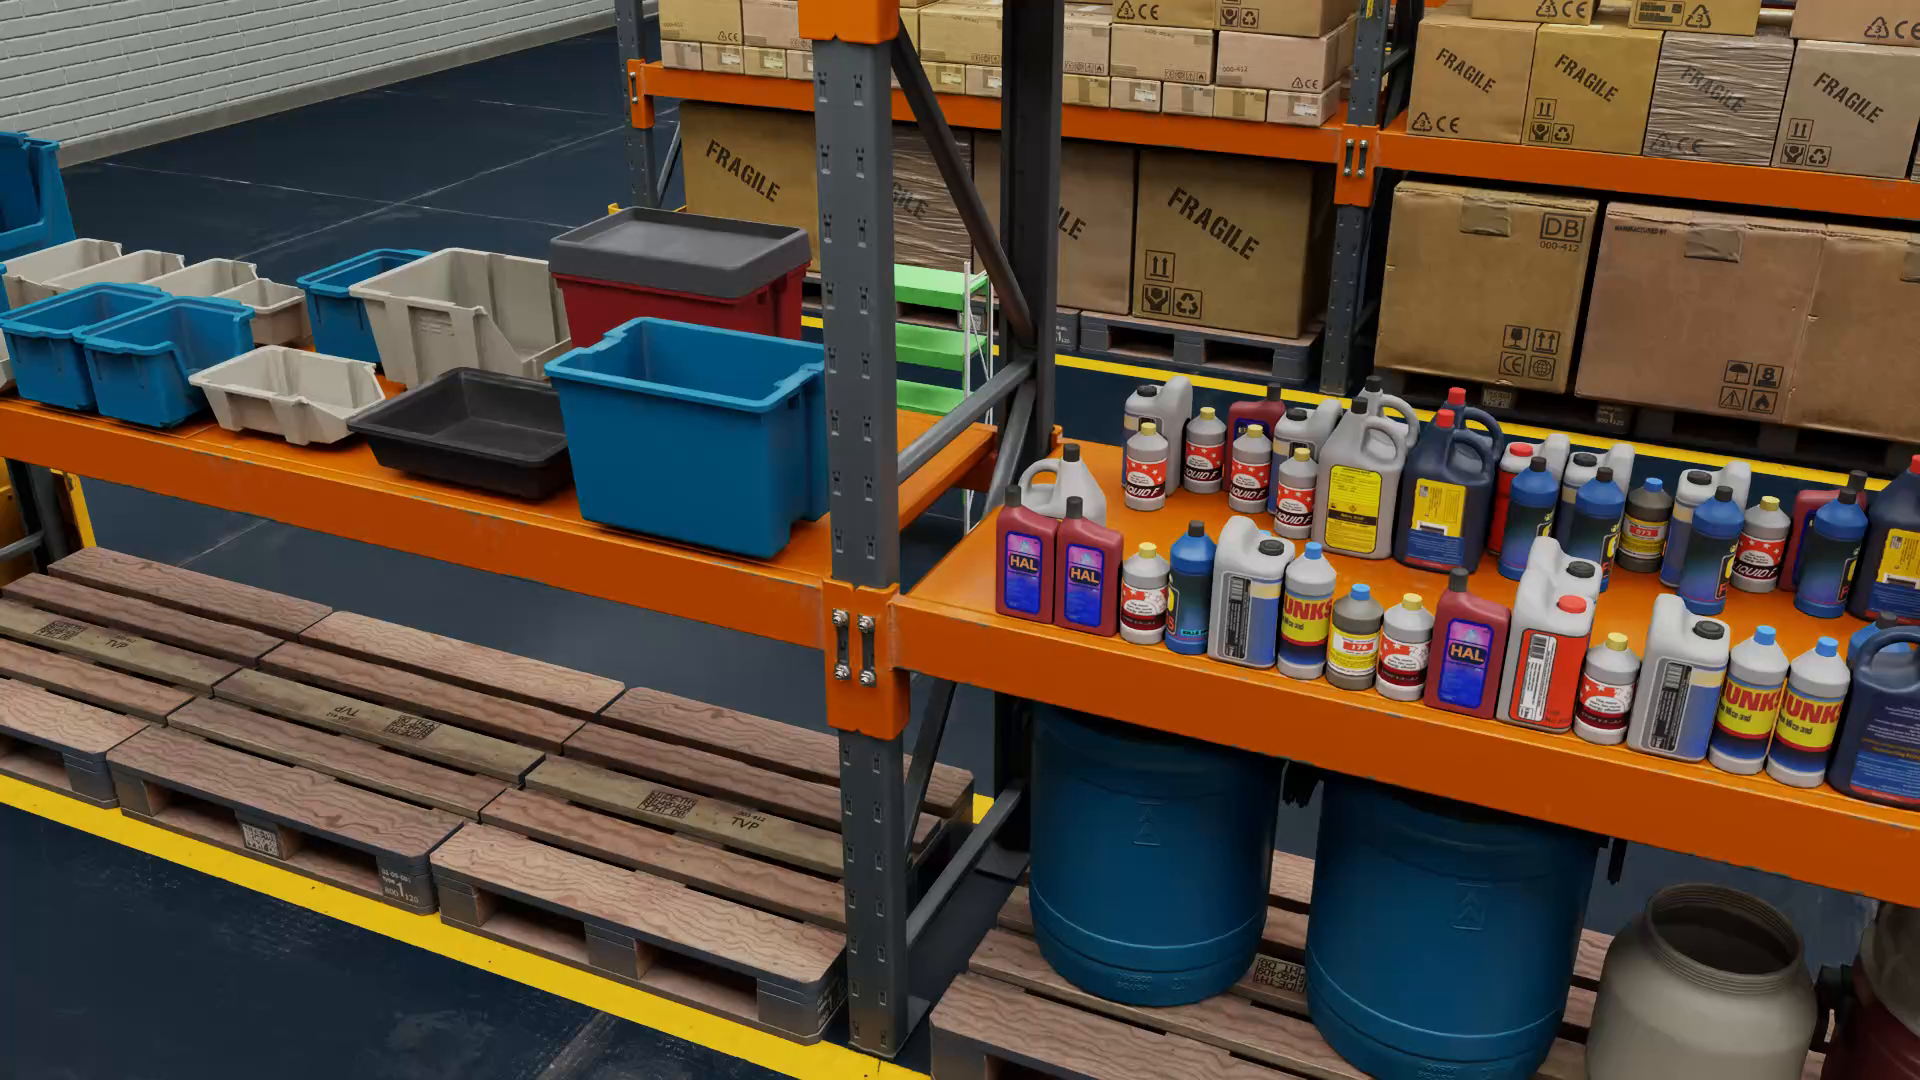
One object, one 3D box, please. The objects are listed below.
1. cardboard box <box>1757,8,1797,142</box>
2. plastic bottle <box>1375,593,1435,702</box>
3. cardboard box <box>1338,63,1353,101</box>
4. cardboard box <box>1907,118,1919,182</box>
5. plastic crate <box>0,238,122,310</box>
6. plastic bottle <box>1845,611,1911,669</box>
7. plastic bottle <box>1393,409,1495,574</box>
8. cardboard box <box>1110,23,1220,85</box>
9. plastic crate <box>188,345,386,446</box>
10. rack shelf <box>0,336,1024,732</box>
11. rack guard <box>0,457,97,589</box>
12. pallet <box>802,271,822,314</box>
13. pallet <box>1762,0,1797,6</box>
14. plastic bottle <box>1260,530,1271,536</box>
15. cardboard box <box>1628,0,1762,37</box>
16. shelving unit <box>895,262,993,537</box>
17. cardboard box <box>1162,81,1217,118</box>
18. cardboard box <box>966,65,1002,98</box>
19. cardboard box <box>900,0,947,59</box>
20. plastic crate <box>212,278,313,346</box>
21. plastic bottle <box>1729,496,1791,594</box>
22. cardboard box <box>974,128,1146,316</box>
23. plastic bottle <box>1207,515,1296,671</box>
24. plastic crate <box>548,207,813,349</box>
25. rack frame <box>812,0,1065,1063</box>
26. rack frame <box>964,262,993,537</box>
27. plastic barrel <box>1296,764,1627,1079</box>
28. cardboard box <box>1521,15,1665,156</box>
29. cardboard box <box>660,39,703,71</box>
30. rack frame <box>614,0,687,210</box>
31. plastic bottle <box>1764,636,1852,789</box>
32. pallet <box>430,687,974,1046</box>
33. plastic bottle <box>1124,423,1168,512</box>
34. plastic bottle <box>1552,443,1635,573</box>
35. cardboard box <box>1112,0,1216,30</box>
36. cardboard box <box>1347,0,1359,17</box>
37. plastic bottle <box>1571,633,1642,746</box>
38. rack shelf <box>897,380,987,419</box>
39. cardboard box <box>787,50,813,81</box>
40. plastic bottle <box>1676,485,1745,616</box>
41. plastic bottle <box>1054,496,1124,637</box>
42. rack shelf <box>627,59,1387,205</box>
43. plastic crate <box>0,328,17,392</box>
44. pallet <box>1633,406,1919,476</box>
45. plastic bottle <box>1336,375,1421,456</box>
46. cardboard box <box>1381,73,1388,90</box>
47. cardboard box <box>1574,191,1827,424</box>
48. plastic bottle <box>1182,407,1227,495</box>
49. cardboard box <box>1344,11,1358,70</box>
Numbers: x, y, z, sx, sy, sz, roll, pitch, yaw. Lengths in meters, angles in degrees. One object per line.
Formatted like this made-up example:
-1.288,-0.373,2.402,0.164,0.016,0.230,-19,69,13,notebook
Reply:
3.499,-2.138,7.583,0.500,0.500,0.500,11,28,21,cardboard box
0.852,0.199,3.176,0.097,0.201,0.097,0,26,0,plastic bottle
1.903,-2.330,8.370,0.250,0.149,0.380,11,28,22,cardboard box
4.198,-1.746,6.787,0.500,0.500,0.500,10,28,20,cardboard box
-2.840,-0.827,5.264,0.243,0.136,0.396,11,28,22,plastic crate
1.633,0.254,2.984,0.097,0.271,0.097,0,26,0,plastic bottle
1.065,-0.113,3.639,0.185,0.351,0.144,11,28,22,plastic bottle
1.052,-2.390,8.041,0.500,0.250,0.500,12,29,23,cardboard box
-1.725,-0.369,4.335,0.466,0.136,0.293,11,28,22,plastic crate
-1.836,-0.306,4.790,4.000,0.370,1.077,11,28,22,rack shelf
-3.684,0.128,5.924,0.348,0.500,1.175,11,28,22,rack guard
-0.847,-1.620,9.802,1.213,0.211,1.003,11,28,22,pallet
6.002,-3.758,11.205,1.213,0.211,1.003,11,28,22,pallet
0.616,0.077,3.422,0.097,0.201,0.097,0,26,0,plastic bottle
3.239,-2.506,7.195,0.637,0.503,0.797,12,29,22,cardboard box
-0.151,-0.569,6.546,0.503,1.200,0.258,11,28,22,shelving unit
1.153,-2.160,8.025,0.250,0.149,0.380,11,28,21,cardboard box
0.220,-2.348,8.407,0.250,0.149,0.380,12,29,23,cardboard box
-0.350,-2.670,8.610,0.500,0.250,0.500,10,28,20,cardboard box
-2.041,-0.680,4.966,0.250,0.136,0.298,11,28,22,plastic crate
1.719,0.004,3.570,0.097,0.201,0.097,0,26,0,plastic bottle
0.647,-1.807,8.955,0.875,0.875,0.875,11,28,22,cardboard box
0.581,0.097,3.297,0.135,0.276,0.152,11,28,22,plastic bottle
-0.725,-0.583,4.397,0.583,0.464,0.402,11,28,22,plastic crate
-0.016,-0.263,3.888,0.127,3.000,1.000,11,28,22,rack frame
0.071,-0.524,6.456,0.015,1.200,0.240,11,28,22,rack frame
1.117,0.726,3.780,0.708,0.901,0.600,11,28,22,plastic barrel
2.808,-2.023,7.350,0.500,0.500,0.500,11,28,22,cardboard box
-1.420,-2.676,9.073,0.250,0.149,0.380,12,29,22,cardboard box
-1.607,-2.986,9.419,0.127,3.000,1.000,11,28,22,rack frame
1.485,0.294,2.902,0.097,0.271,0.097,0,26,0,plastic bottle
-0.701,0.869,4.746,1.213,0.211,1.003,11,28,22,pallet
0.442,-0.178,3.941,0.097,0.201,0.097,0,26,0,plastic bottle
1.391,-0.082,3.660,0.135,0.276,0.152,11,28,22,plastic bottle
1.051,-2.727,7.877,0.500,0.500,0.500,12,29,22,cardboard box
1.704,-2.848,8.122,0.500,0.500,0.500,11,28,22,cardboard box
1.185,0.265,3.040,0.097,0.201,0.097,0,26,0,plastic bottle
-0.151,-0.511,6.575,0.480,0.148,0.258,11,28,22,rack shelf
-0.715,-2.535,8.788,0.250,0.149,0.380,11,28,21,cardboard box
1.567,0.016,3.467,0.097,0.271,0.097,0,26,0,plastic bottle
0.263,0.052,3.380,0.133,0.283,0.061,11,28,22,plastic bottle
0.214,-2.298,8.835,4.000,0.370,1.077,11,28,22,rack shelf
-2.693,-0.510,4.620,0.298,0.136,0.250,11,28,22,plastic crate
3.883,-0.670,7.872,1.213,0.211,1.003,11,28,22,pallet
0.956,-0.204,3.825,0.185,0.351,0.144,11,28,22,plastic bottle
3.269,-3.441,12.421,0.250,0.149,0.380,11,28,21,cardboard box
3.439,-1.218,7.757,0.875,0.875,1.225,10,28,20,cardboard box
0.594,-0.222,4.029,0.097,0.201,0.097,0,26,0,plastic bottle
1.715,-2.512,8.289,0.500,0.250,0.500,11,28,21,cardboard box
